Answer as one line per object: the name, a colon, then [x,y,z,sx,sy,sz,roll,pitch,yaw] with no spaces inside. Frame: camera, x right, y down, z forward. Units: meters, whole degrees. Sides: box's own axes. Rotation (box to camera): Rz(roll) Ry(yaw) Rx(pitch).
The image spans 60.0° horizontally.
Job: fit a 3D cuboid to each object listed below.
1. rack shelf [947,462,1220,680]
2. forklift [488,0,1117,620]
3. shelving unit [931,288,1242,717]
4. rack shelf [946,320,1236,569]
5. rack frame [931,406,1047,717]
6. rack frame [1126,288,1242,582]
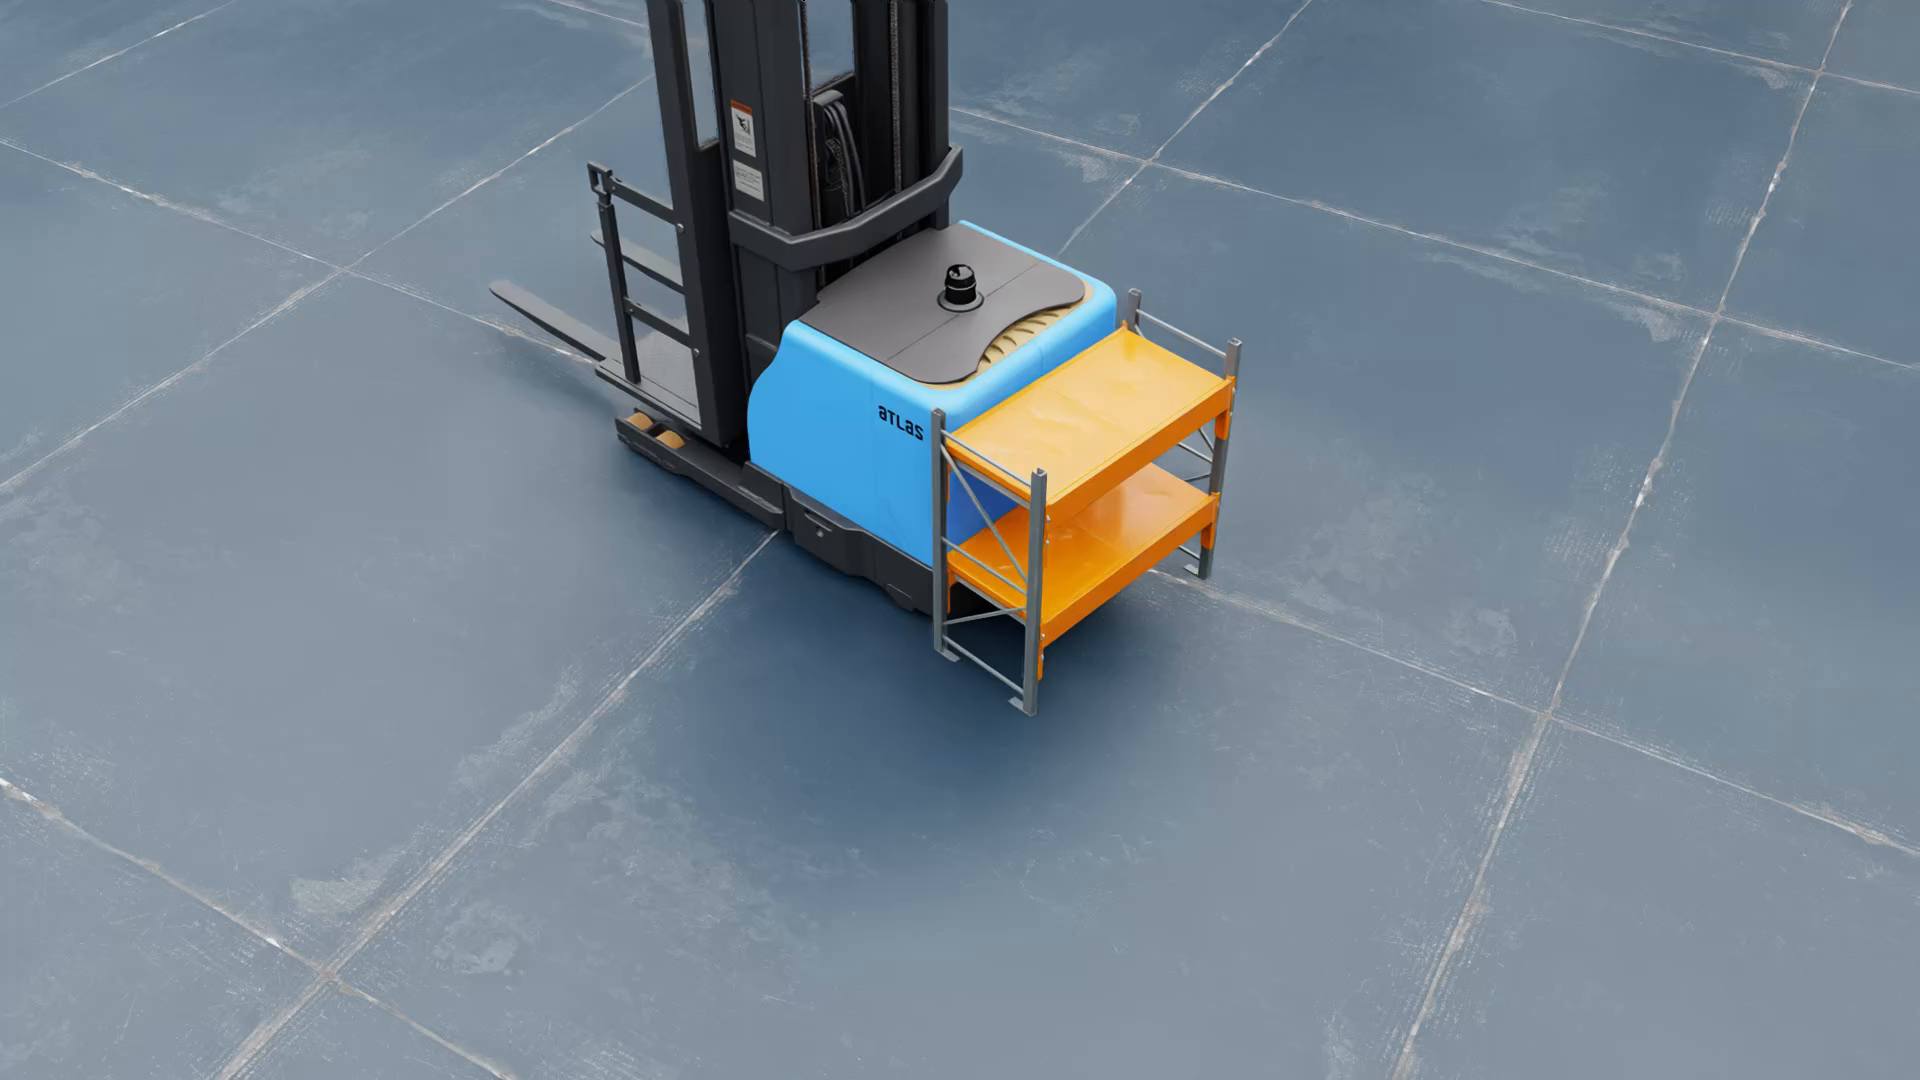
rack shelf: [0.447,0.042,6.221,0.538,0.278,1.000,33,51,32]
forklift: [-0.842,-1.632,6.385,3.031,2.935,1.130,30,49,29]
shelving unit: [0.447,-0.141,6.059,0.538,1.125,1.048,33,51,32]
rack shelf: [0.447,-0.361,5.866,0.538,0.278,1.000,33,51,32]
rack frame: [0.090,0.098,5.787,0.500,1.125,0.032,33,51,32]
rack frame: [0.803,-0.381,6.331,0.500,1.125,0.032,33,51,32]
